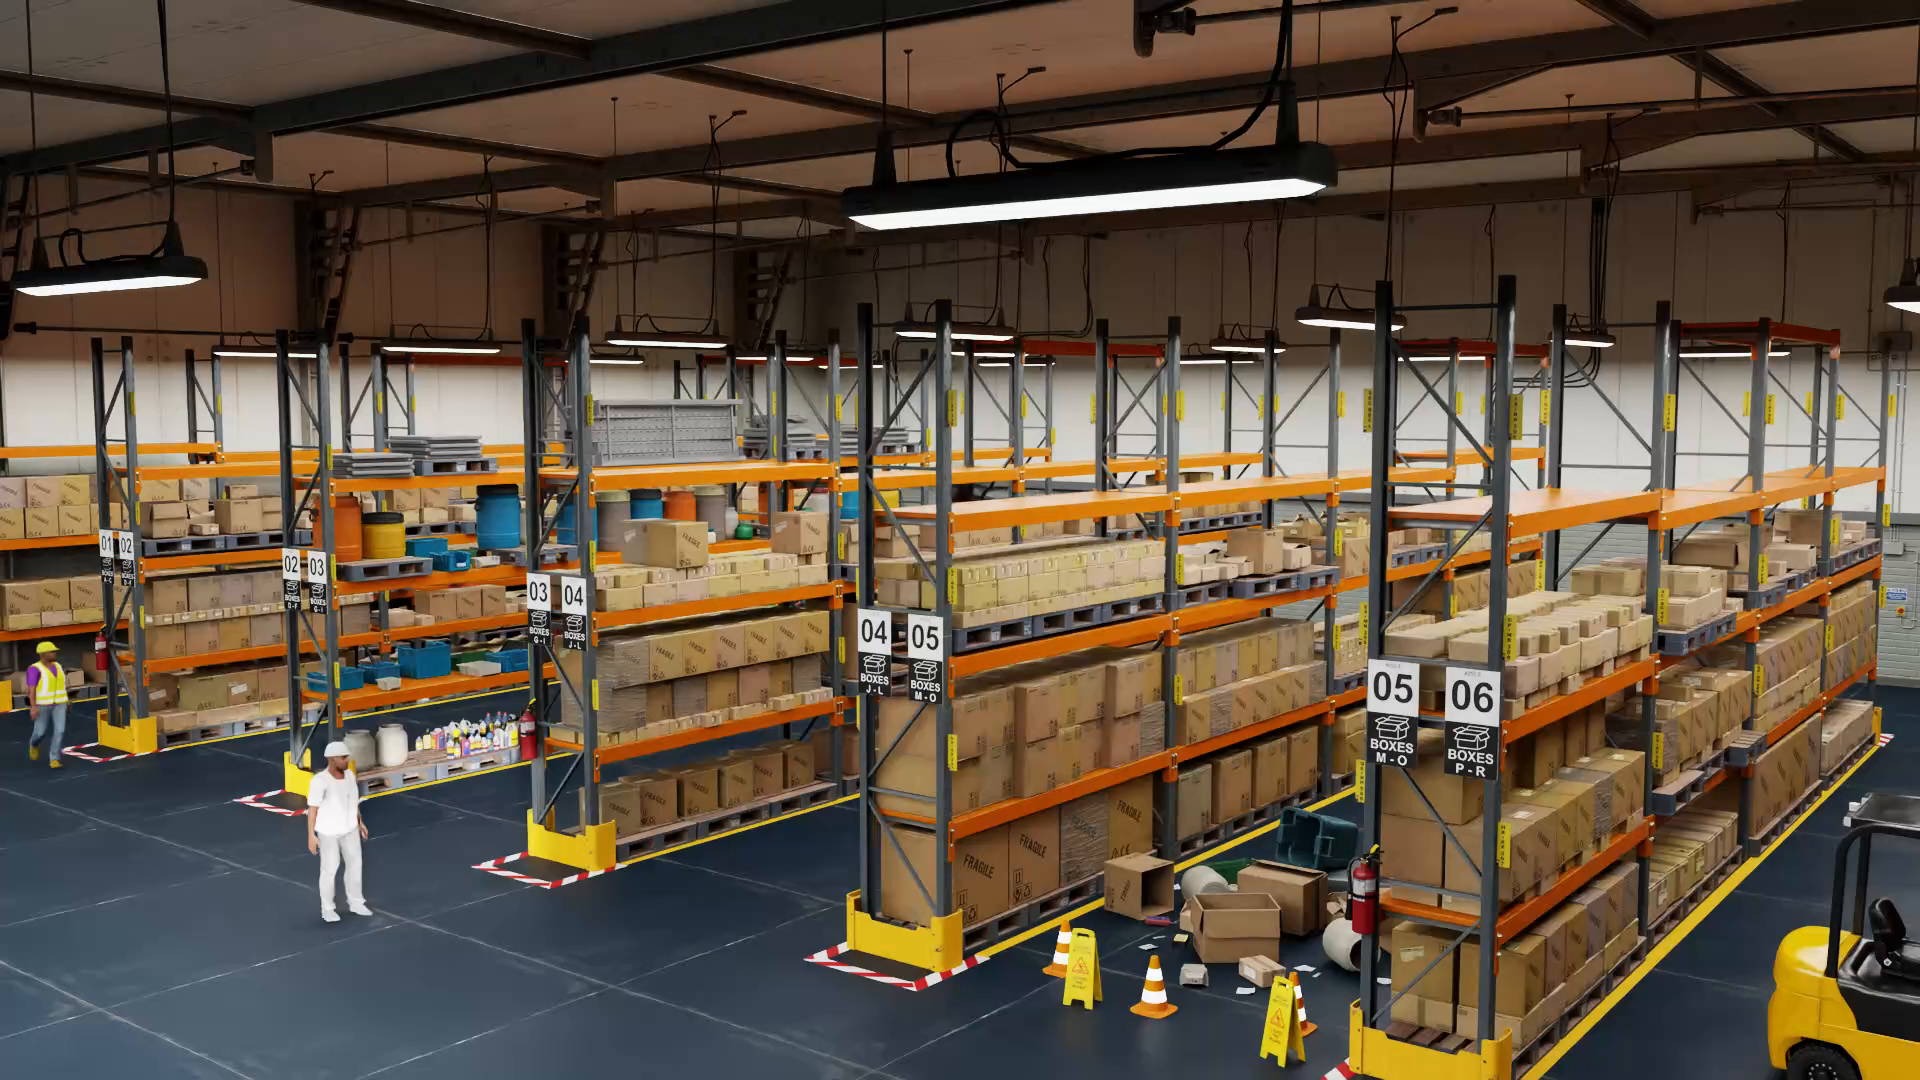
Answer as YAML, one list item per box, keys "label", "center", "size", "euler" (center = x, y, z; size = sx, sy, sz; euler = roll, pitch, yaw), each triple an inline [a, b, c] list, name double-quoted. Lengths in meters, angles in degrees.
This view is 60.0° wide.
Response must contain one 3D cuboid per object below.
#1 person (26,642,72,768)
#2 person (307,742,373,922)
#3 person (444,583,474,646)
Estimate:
- label: "person"
  center: [-12.667, 2.279, 23.150]
  size: [0.585, 1.730, 0.712]
  euler: [-4, 7, -41]
- label: "person"
  center: [-6.127, 2.881, 16.395]
  size: [0.407, 1.798, 0.672]
  euler: [3, 6, 27]
- label: "person"
  center: [-9.773, 1.520, 32.552]
  size: [0.707, 1.756, 0.651]
  euler: [0, 5, -2]
